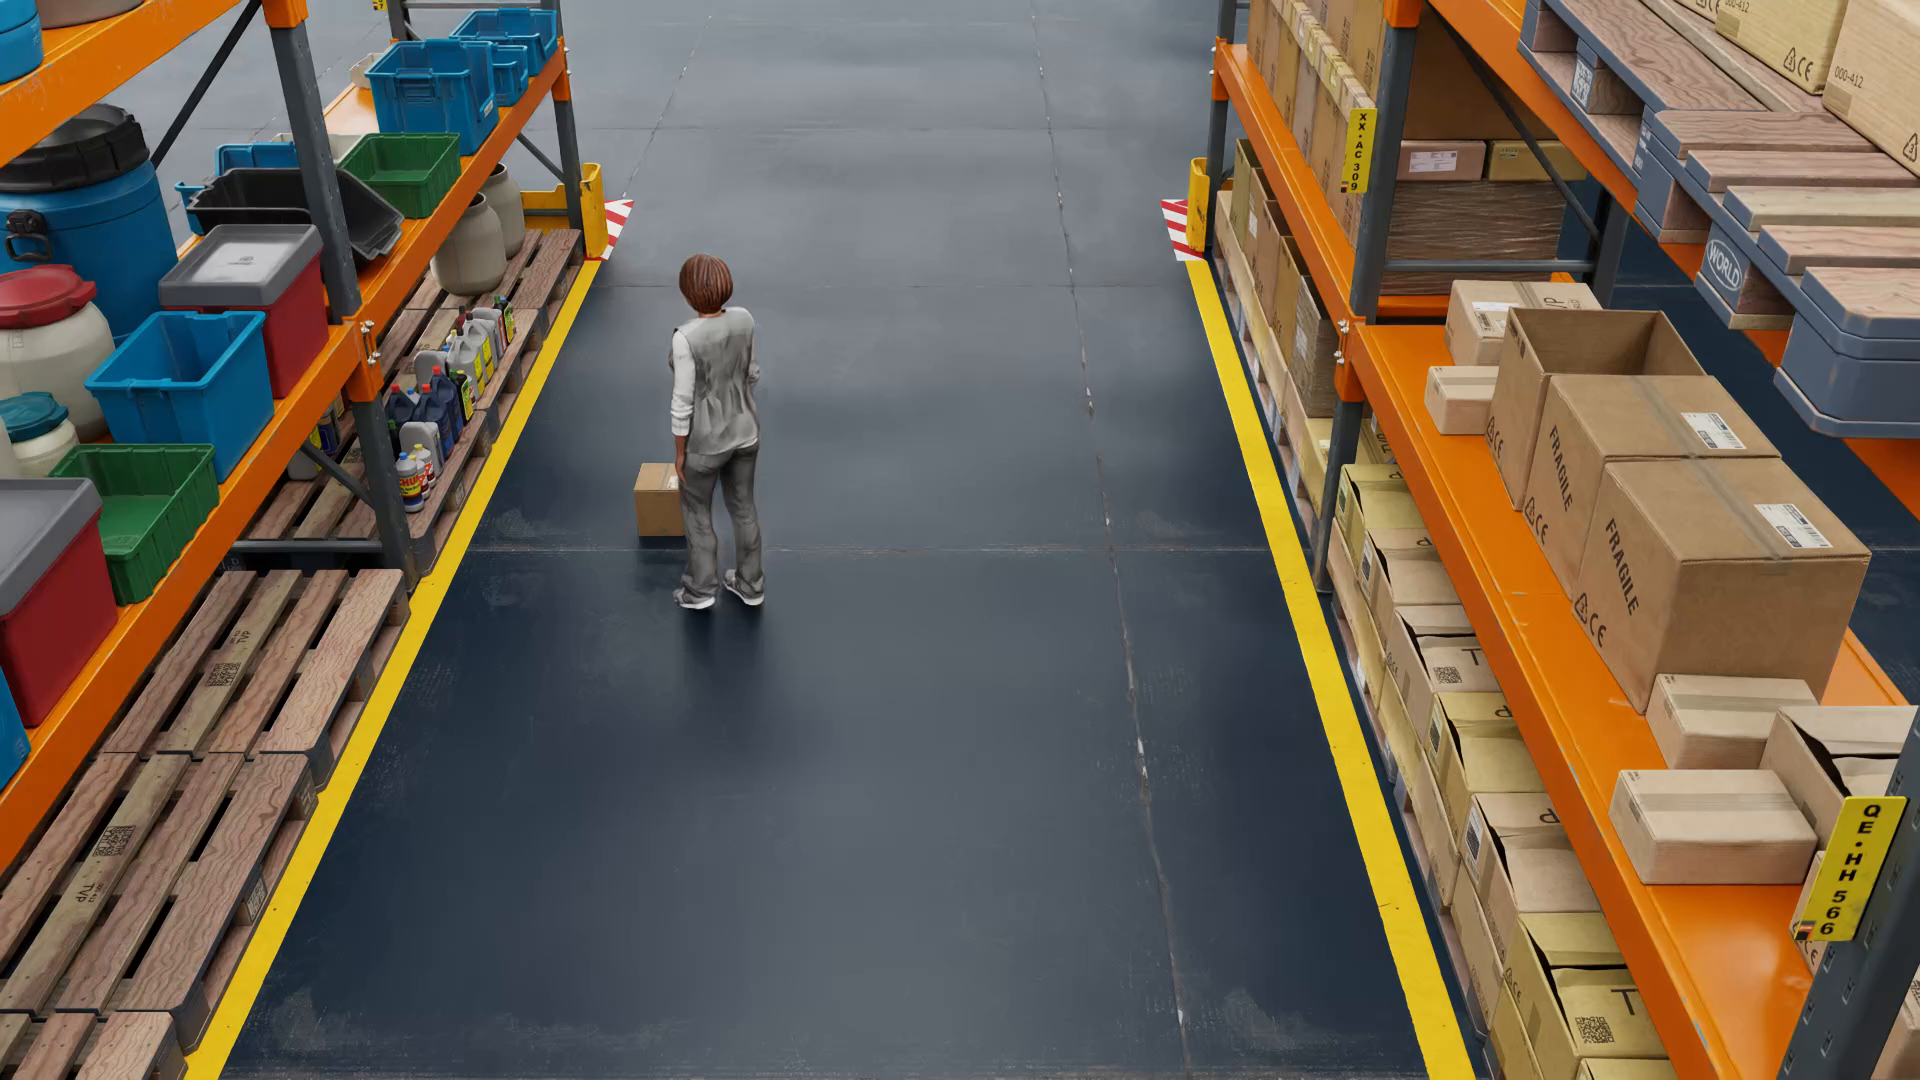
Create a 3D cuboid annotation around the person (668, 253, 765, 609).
[{"bbox_3d":[-1.018,-0.404,6.812,0.457,1.630,0.410,-26,40,-35],"label":"person"}]
